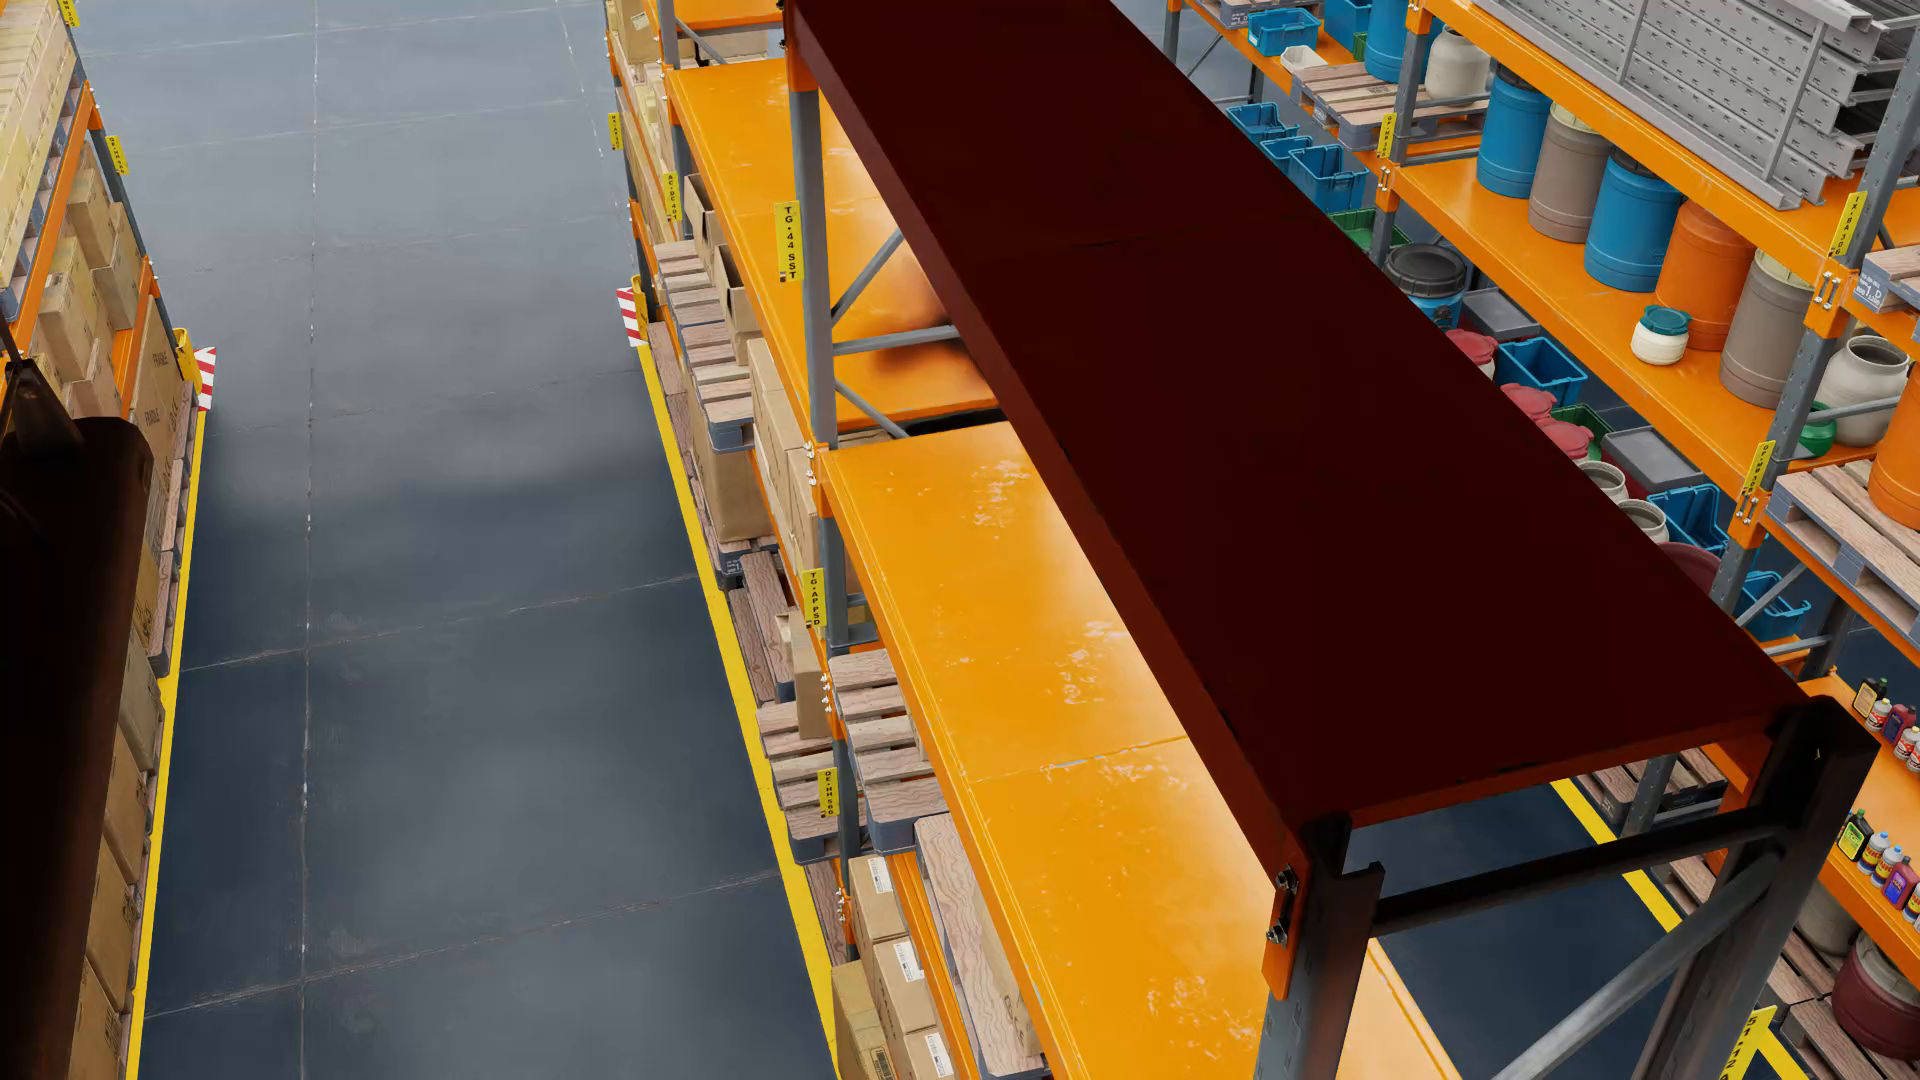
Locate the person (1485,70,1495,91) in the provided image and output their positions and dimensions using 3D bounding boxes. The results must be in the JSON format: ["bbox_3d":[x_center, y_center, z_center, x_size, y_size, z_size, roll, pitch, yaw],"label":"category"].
[{"bbox_3d":[5.754,-5.496,18.403,0.964,1.655,0.581,4,39,5],"label":"person"}]
